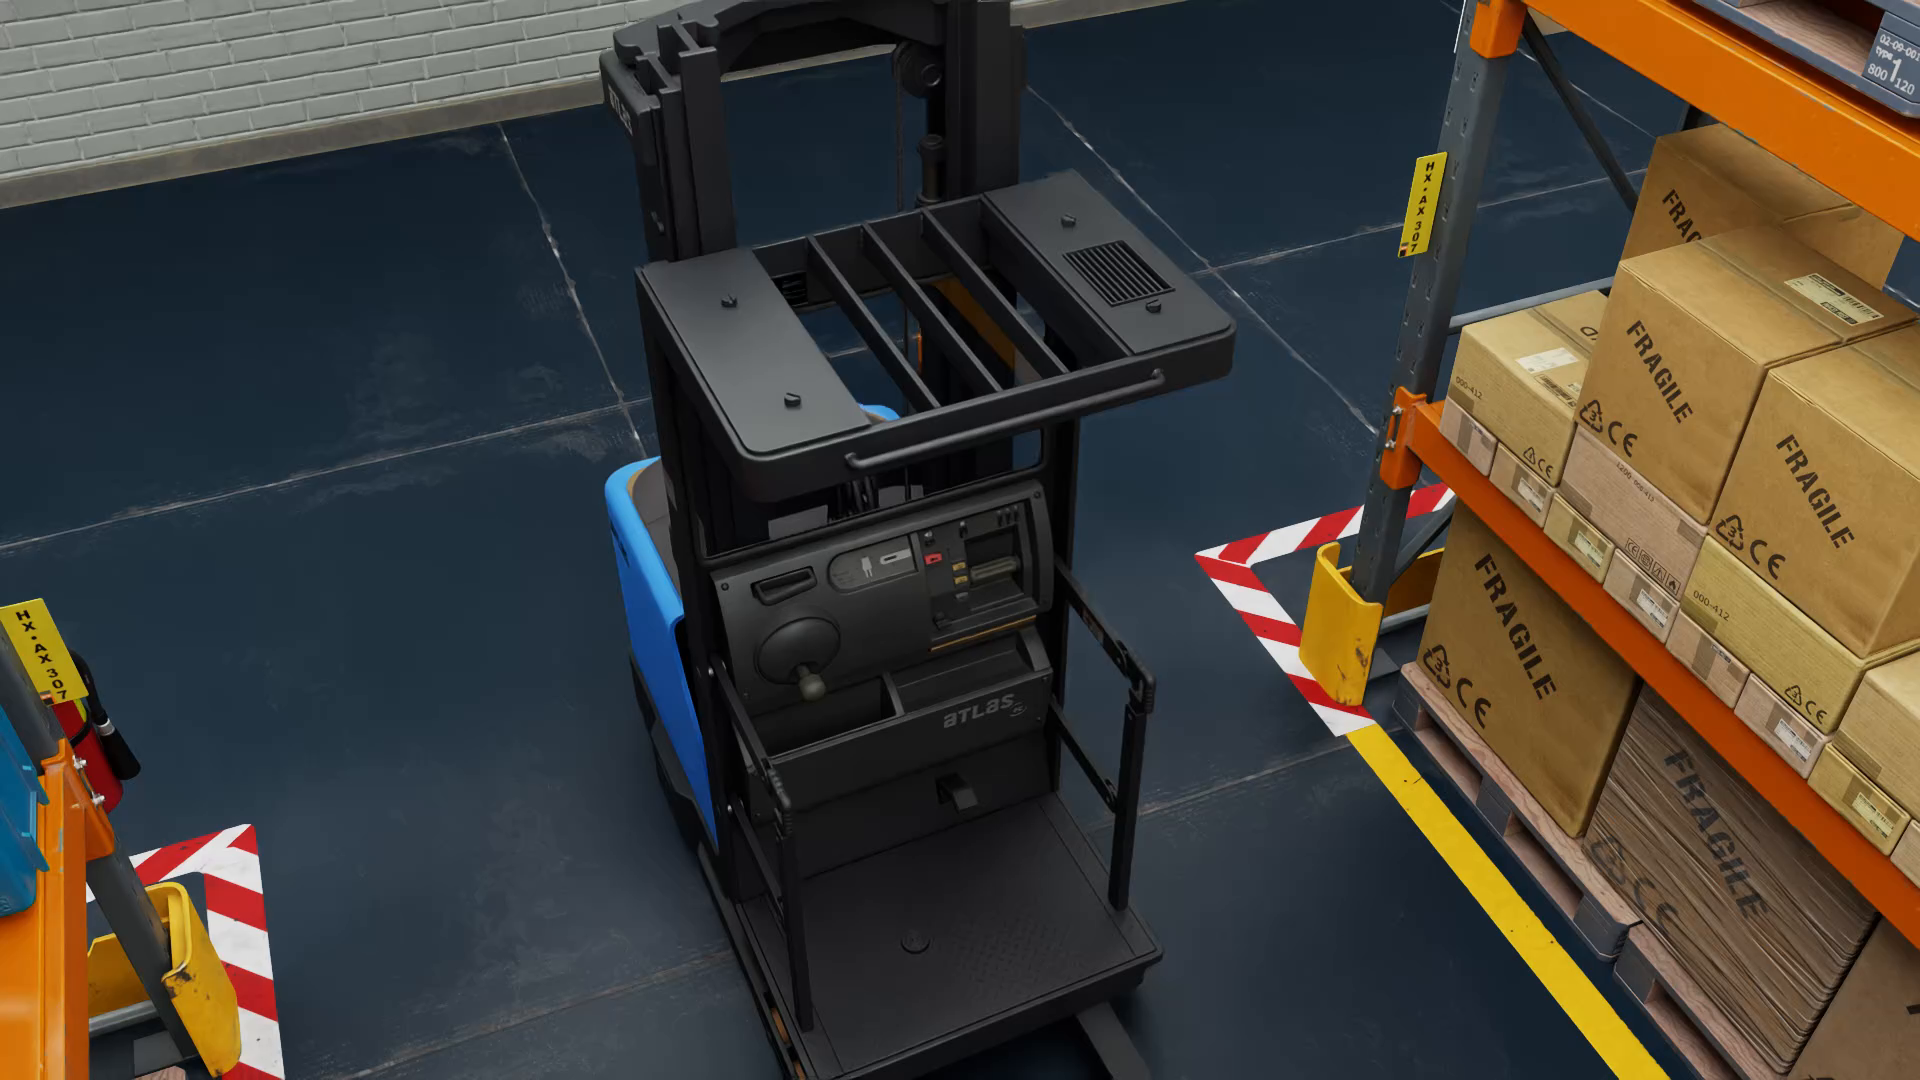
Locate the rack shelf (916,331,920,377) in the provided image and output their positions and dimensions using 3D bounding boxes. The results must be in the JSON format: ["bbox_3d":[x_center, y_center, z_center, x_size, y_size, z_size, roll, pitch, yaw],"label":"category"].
[{"bbox_3d":[-0.020,-0.637,6.267,0.215,0.259,0.240,-15,43,-17],"label":"rack shelf"}]

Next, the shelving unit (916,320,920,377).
[{"bbox_3d":[-0.020,-0.430,6.445,0.215,1.050,0.252,-15,43,-17],"label":"shelving unit"}]

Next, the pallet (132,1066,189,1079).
[{"bbox_3d":[-2.430,2.046,4.209,1.003,0.211,1.213,-15,43,-17],"label":"pallet"}]

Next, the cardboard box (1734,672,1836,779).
[{"bbox_3d":[2.191,0.412,4.163,0.380,0.149,0.250,-16,43,-17],"label":"cardboard box"}]

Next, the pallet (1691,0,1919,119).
[{"bbox_3d":[2.160,-1.413,3.860,1.003,0.211,1.213,-15,43,-17],"label":"pallet"}]

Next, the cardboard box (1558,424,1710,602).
[{"bbox_3d":[2.005,-0.141,4.501,0.500,0.250,0.500,-16,43,-17],"label":"cardboard box"}]

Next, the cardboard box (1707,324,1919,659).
[{"bbox_3d":[2.196,-0.125,3.907,0.500,0.500,0.500,-16,43,-18],"label":"cardboard box"}]

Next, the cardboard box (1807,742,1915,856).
[{"bbox_3d":[2.287,0.564,3.986,0.380,0.149,0.250,-16,43,-18],"label":"cardboard box"}]

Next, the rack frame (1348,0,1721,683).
[{"bbox_3d":[1.866,-0.753,5.326,1.000,3.000,0.127,-15,43,-17],"label":"rack frame"}]

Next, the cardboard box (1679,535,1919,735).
[{"bbox_3d":[2.194,0.162,4.148,0.500,0.250,0.500,-16,43,-18],"label":"cardboard box"}]

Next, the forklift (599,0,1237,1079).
[{"bbox_3d":[-0.093,0.218,4.249,1.130,2.935,3.031,-17,43,-18],"label":"forklift"}]

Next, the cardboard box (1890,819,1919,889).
[{"bbox_3d":[2.389,0.722,3.803,0.380,0.149,0.250,-14,43,-16],"label":"cardboard box"}]

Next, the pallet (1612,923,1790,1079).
[{"bbox_3d":[2.707,1.500,4.844,1.003,0.211,1.213,-15,43,-17],"label":"pallet"}]

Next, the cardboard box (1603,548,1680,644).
[{"bbox_3d":[1.996,0.103,4.522,0.380,0.149,0.250,-16,43,-18],"label":"cardboard box"}]

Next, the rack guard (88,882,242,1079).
[{"bbox_3d":[-2.731,1.419,4.717,1.175,0.500,0.348,-15,43,-17],"label":"rack guard"}]

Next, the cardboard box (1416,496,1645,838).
[{"bbox_3d":[2.185,0.259,5.456,0.875,0.875,0.875,-15,43,-17],"label":"cardboard box"}]

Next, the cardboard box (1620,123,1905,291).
[{"bbox_3d":[2.295,-0.866,4.768,0.500,0.500,0.500,-15,43,-16],"label":"cardboard box"}]

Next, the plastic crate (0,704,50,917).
[{"bbox_3d":[-2.409,0.601,3.677,0.616,0.435,0.499,-15,43,-17],"label":"plastic crate"}]

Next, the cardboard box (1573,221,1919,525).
[{"bbox_3d":[1.992,-0.436,4.268,0.500,0.500,0.500,-16,43,-18],"label":"cardboard box"}]

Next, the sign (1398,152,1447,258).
[{"bbox_3d":[1.351,-0.977,4.861,0.100,0.325,0.005,-15,43,-17],"label":"sign"}]

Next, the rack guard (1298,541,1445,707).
[{"bbox_3d":[1.857,0.180,6.157,1.175,0.500,0.348,-15,43,-17],"label":"rack guard"}]

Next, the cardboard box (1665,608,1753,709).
[{"bbox_3d":[2.092,0.257,4.344,0.380,0.149,0.250,-16,43,-18],"label":"cardboard box"}]

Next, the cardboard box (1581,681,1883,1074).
[{"bbox_3d":[2.533,0.807,4.819,0.875,0.875,0.875,-15,43,-17],"label":"cardboard box"}]

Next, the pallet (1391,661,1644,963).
[{"bbox_3d":[2.244,0.766,5.697,1.003,0.211,1.213,-15,43,-17],"label":"pallet"}]

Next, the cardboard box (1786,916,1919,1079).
[{"bbox_3d":[2.874,1.343,4.195,0.875,0.875,0.875,-15,43,-17],"label":"cardboard box"}]

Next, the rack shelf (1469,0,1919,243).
[{"bbox_3d":[2.632,-0.413,3.181,1.077,0.370,4.000,-15,43,-17],"label":"rack shelf"}]

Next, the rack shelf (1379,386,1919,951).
[{"bbox_3d":[2.632,0.724,4.159,1.077,0.370,4.000,-15,43,-17],"label":"rack shelf"}]

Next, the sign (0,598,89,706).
[{"bbox_3d":[-2.208,0.273,4.006,0.100,0.325,0.005,-15,43,-17],"label":"sign"}]

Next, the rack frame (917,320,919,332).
[{"bbox_3d":[-0.067,-0.504,6.531,0.200,1.050,0.008,-15,43,-17],"label":"rack frame"}]

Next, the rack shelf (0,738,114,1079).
[{"bbox_3d":[-1.945,1.960,2.722,1.077,0.370,4.000,-15,43,-17],"label":"rack shelf"}]

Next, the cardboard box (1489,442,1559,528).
[{"bbox_3d":[1.797,-0.208,4.884,0.380,0.149,0.250,-16,43,-17],"label":"cardboard box"}]

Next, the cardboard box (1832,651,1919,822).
[{"bbox_3d":[2.399,0.475,3.784,0.500,0.250,0.500,-16,43,-18],"label":"cardboard box"}]

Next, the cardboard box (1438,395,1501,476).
[{"bbox_3d":[1.697,-0.362,5.063,0.380,0.149,0.250,-15,43,-16],"label":"cardboard box"}]

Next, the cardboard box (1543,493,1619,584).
[{"bbox_3d":[1.895,-0.054,4.704,0.380,0.149,0.250,-16,43,-18],"label":"cardboard box"}]

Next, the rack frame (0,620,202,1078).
[{"bbox_3d":[-2.710,0.482,3.889,1.000,3.000,0.127,-15,43,-17],"label":"rack frame"}]

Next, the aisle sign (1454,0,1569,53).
[{"bbox_3d":[1.562,-1.708,4.441,0.394,0.787,0.004,-15,43,-17],"label":"aisle sign"}]

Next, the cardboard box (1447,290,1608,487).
[{"bbox_3d":[1.800,-0.453,4.863,0.500,0.250,0.500,-16,43,-18],"label":"cardboard box"}]

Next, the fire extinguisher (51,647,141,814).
[{"bbox_3d":[-2.348,0.449,4.273,0.296,0.674,0.183,-15,43,-17],"label":"fire extinguisher"}]
